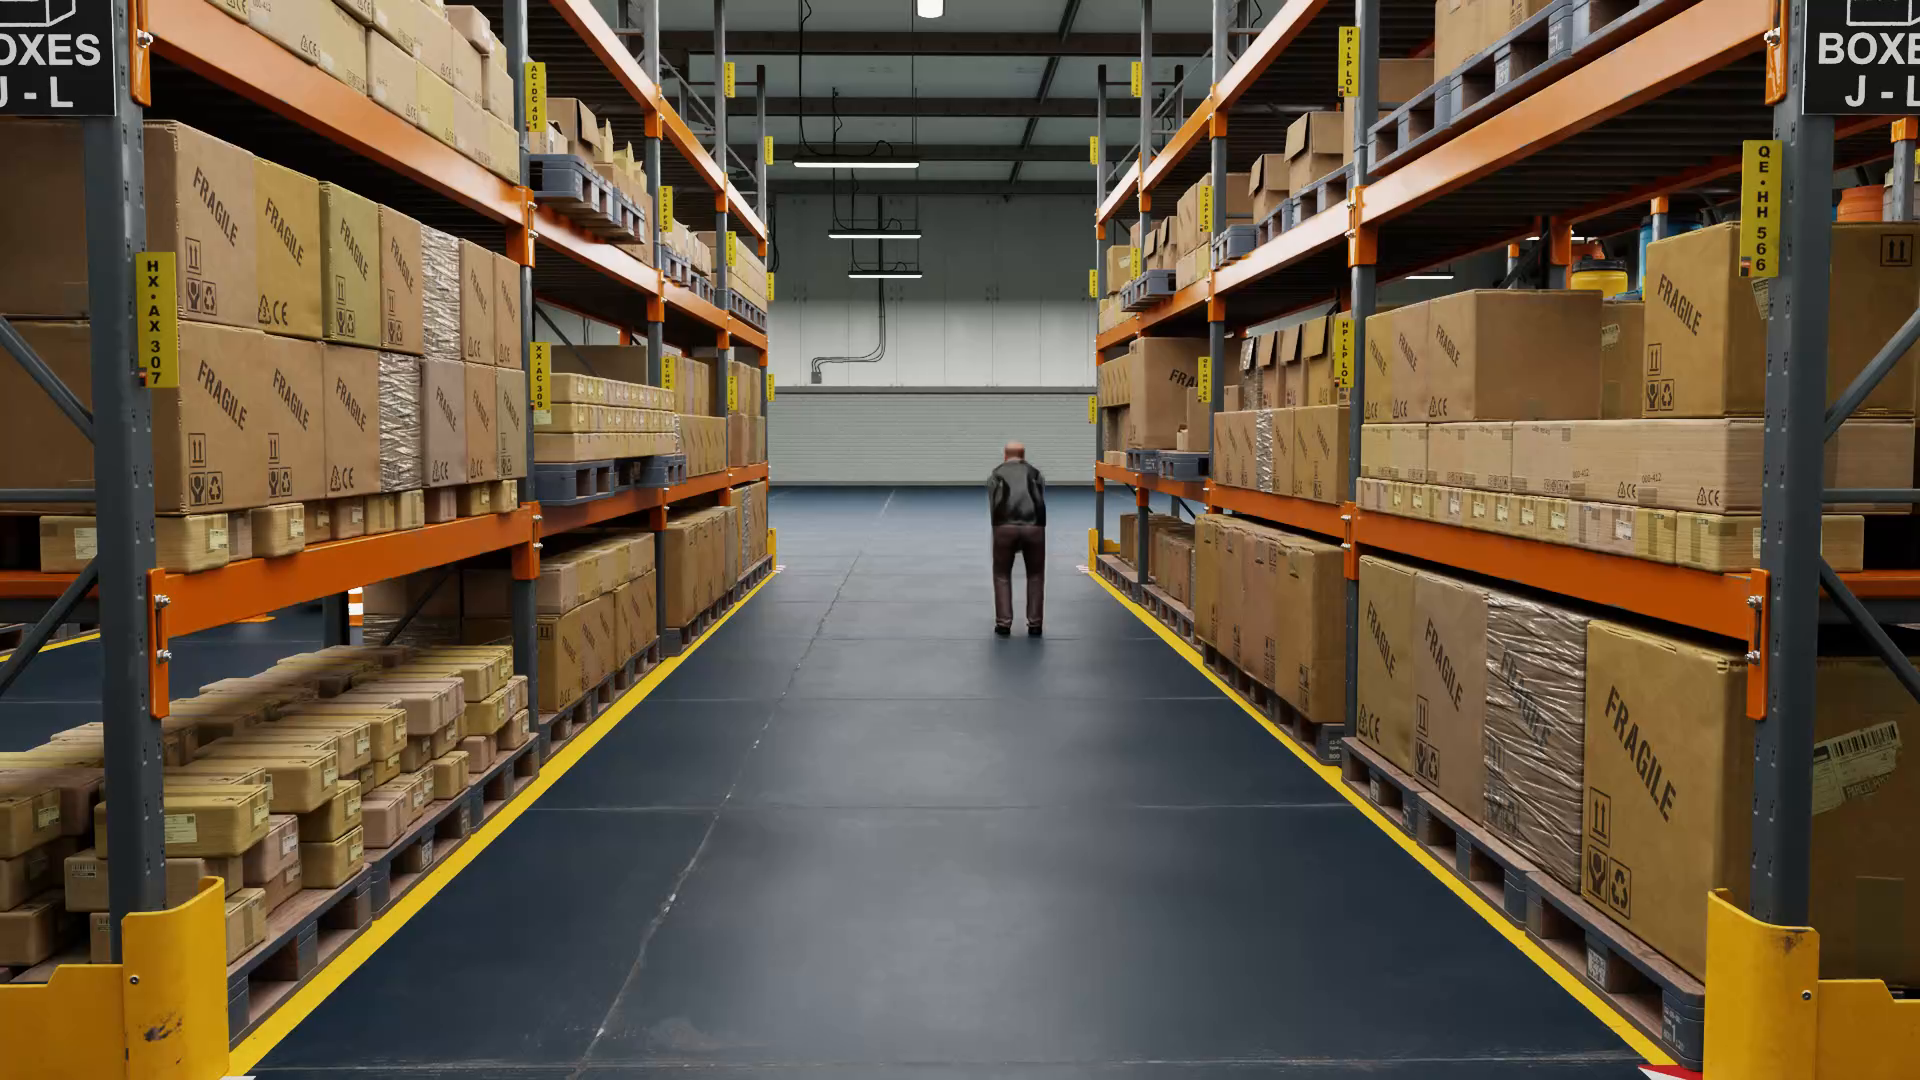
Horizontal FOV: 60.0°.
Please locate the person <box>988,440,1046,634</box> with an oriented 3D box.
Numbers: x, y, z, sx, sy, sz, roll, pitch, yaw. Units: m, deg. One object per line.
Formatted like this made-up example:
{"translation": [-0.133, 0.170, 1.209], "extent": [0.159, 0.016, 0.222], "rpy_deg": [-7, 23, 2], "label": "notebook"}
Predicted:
{"translation": [0.472, -0.030, 13.877], "extent": [0.470, 1.598, 0.677], "rpy_deg": [0, 4, -2], "label": "person"}
